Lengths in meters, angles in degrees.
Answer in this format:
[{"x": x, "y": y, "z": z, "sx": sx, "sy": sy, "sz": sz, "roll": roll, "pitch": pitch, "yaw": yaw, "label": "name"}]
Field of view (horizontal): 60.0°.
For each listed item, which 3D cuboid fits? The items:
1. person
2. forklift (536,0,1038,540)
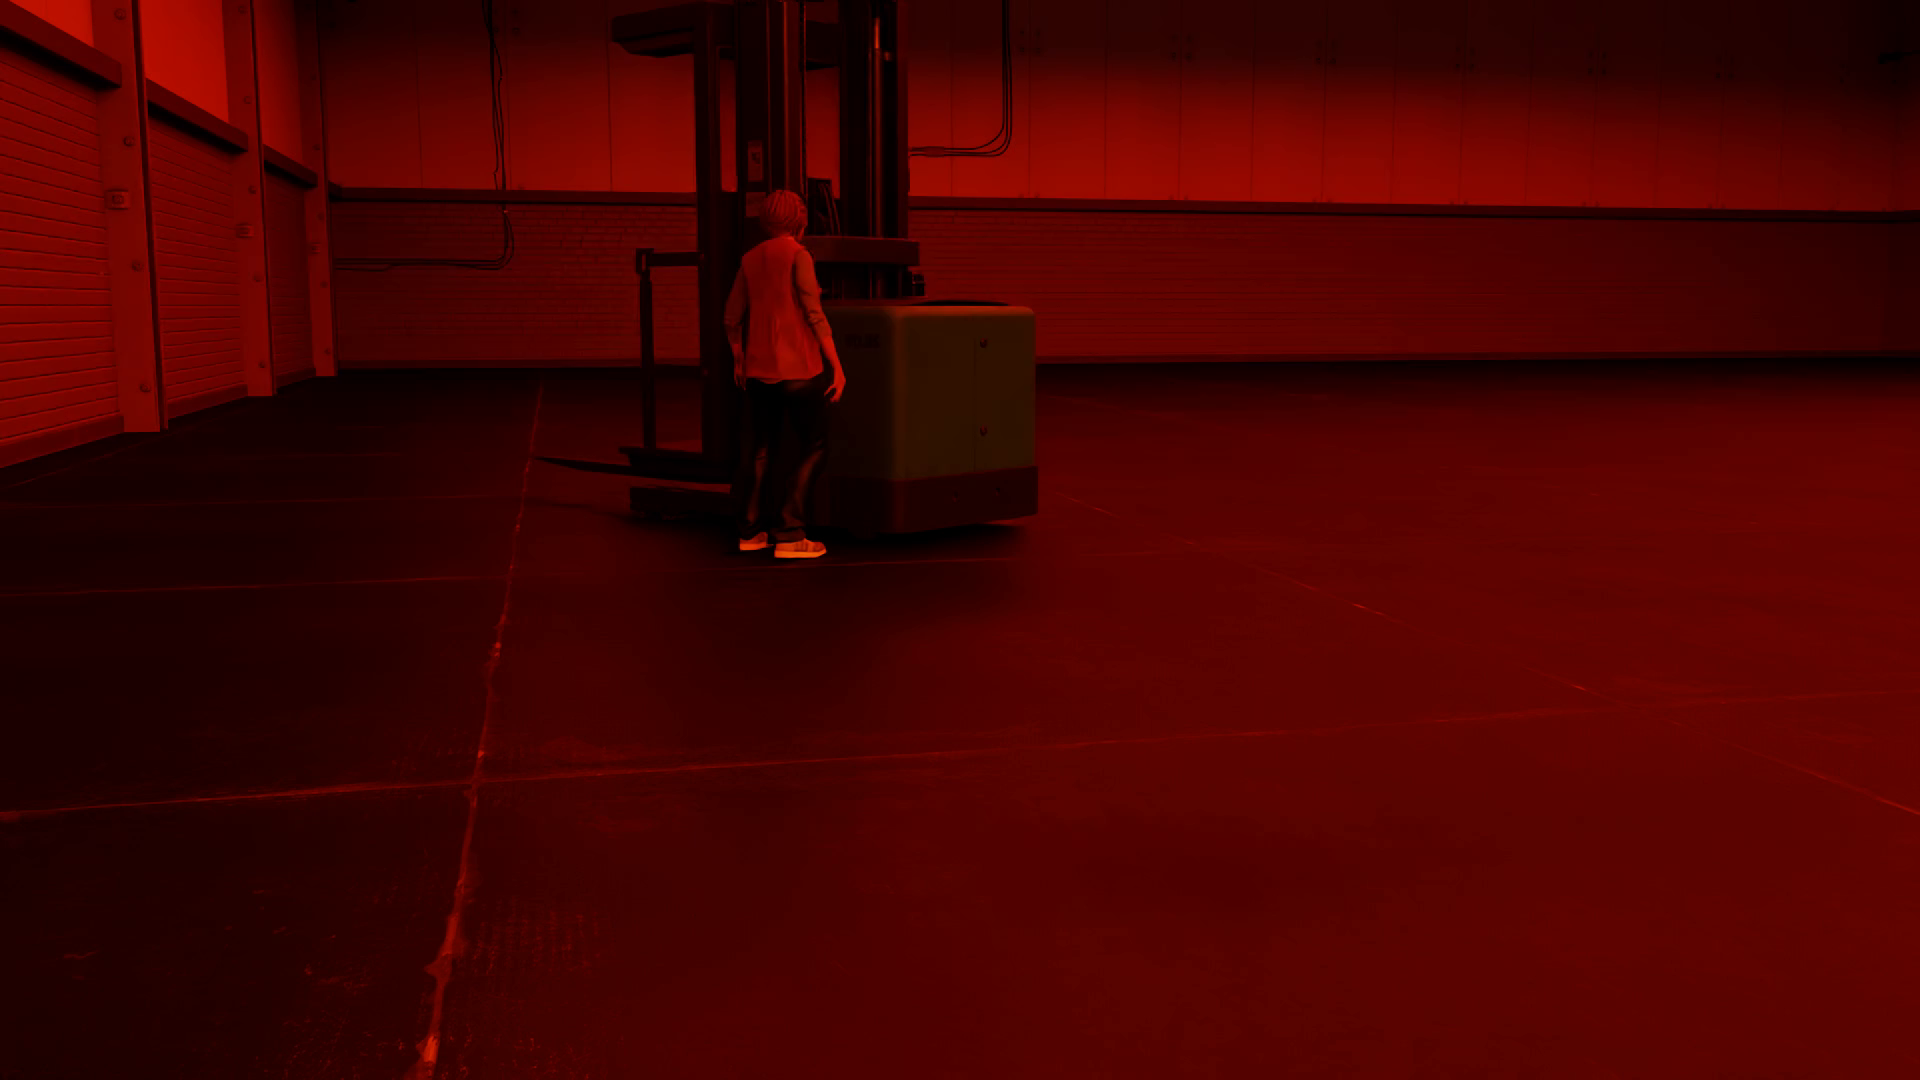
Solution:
[{"x": -0.750, "y": -0.708, "z": 7.128, "sx": 0.653, "sy": 1.567, "sz": 0.354, "roll": 6, "pitch": 10, "yaw": 37, "label": "person"}, {"x": -1.058, "y": -1.596, "z": 8.535, "sx": 3.031, "sy": 2.935, "sz": 1.130, "roll": 7, "pitch": 11, "yaw": 41, "label": "forklift"}]
